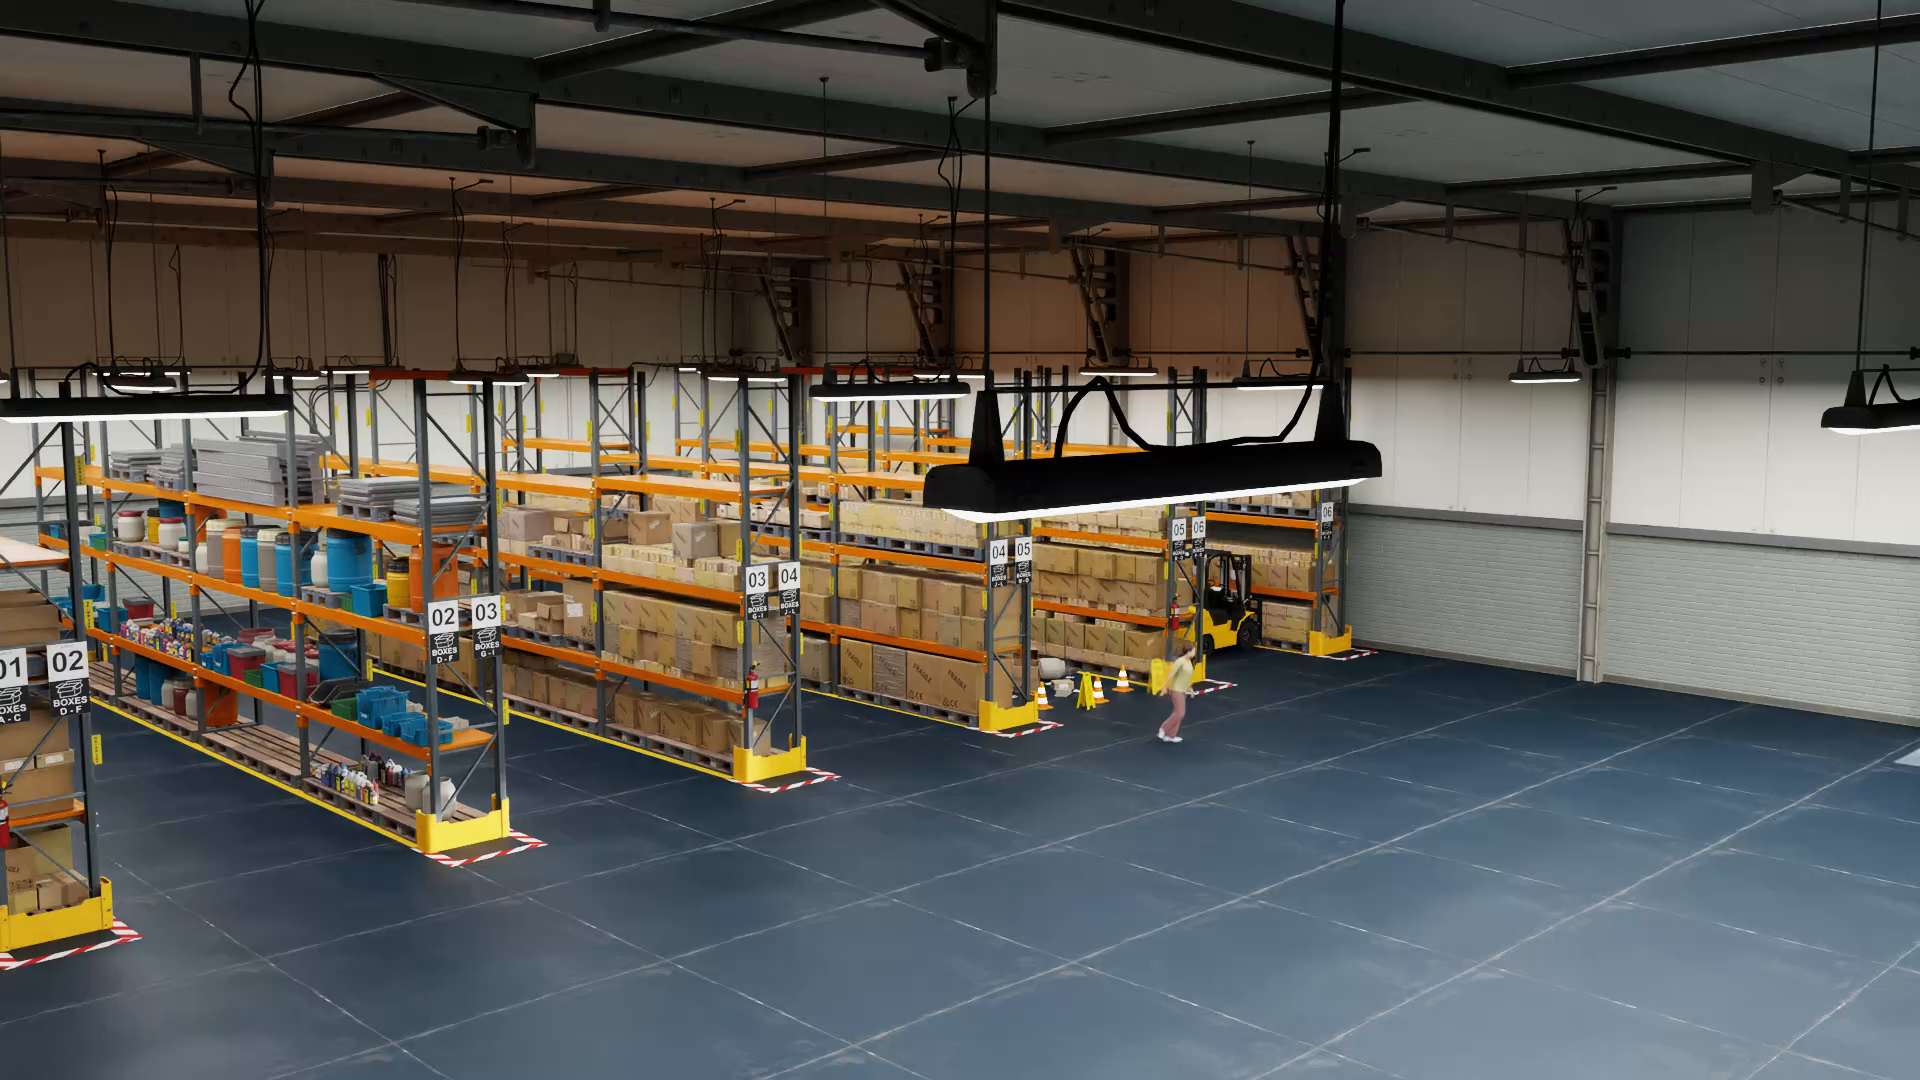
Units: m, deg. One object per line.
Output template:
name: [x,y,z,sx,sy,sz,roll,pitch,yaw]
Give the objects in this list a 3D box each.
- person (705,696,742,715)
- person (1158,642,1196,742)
person: [-4.069,2.211,29.074,0.776,1.724,0.659,2,7,19]
person: [3.530,2.477,27.058,0.516,1.641,0.620,4,8,32]
